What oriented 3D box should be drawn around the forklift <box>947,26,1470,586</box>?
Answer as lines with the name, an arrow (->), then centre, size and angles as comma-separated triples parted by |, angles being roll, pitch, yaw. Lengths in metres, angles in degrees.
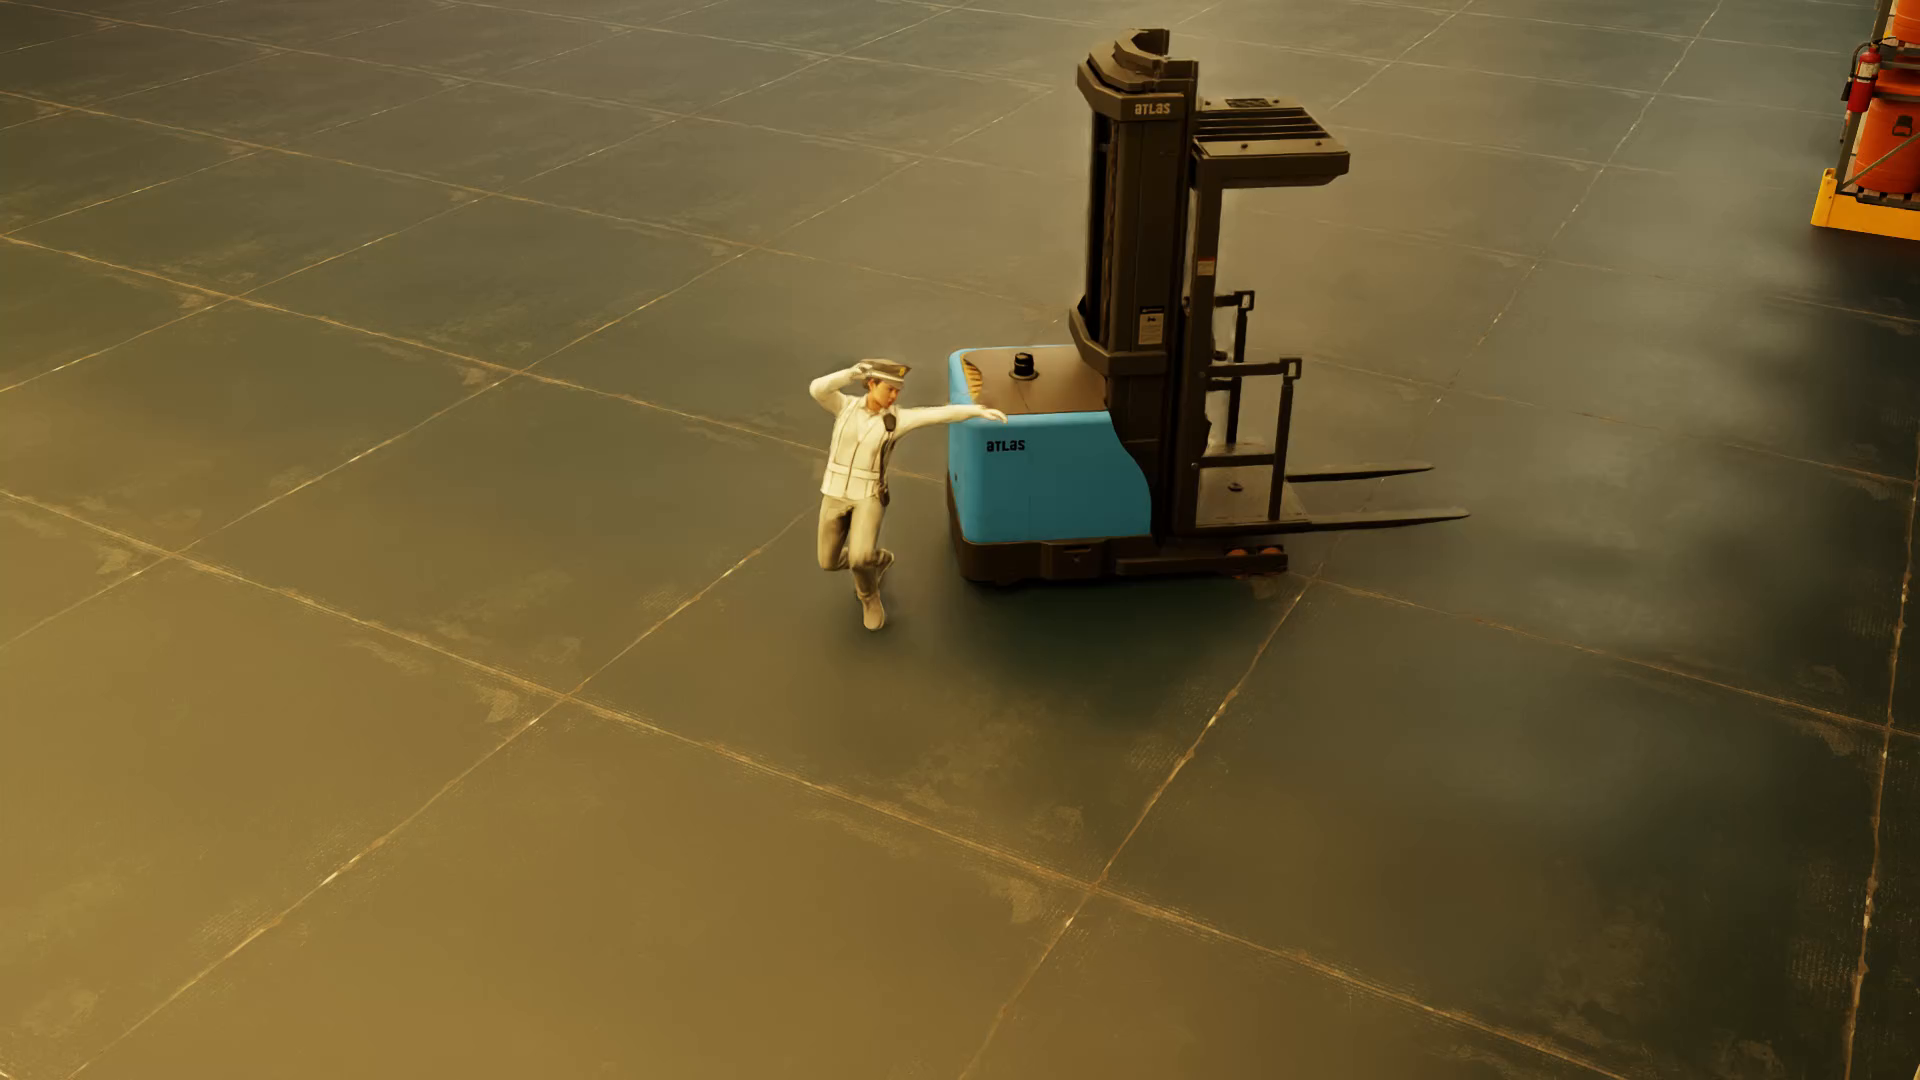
forklift -> 1.473, -1.308, 9.337 | 3.031, 2.935, 1.130 | -3, 30, -5

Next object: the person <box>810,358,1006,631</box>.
person -> -0.317, -0.248, 8.963 | 1.015, 1.522, 0.826 | 11, 32, 18
